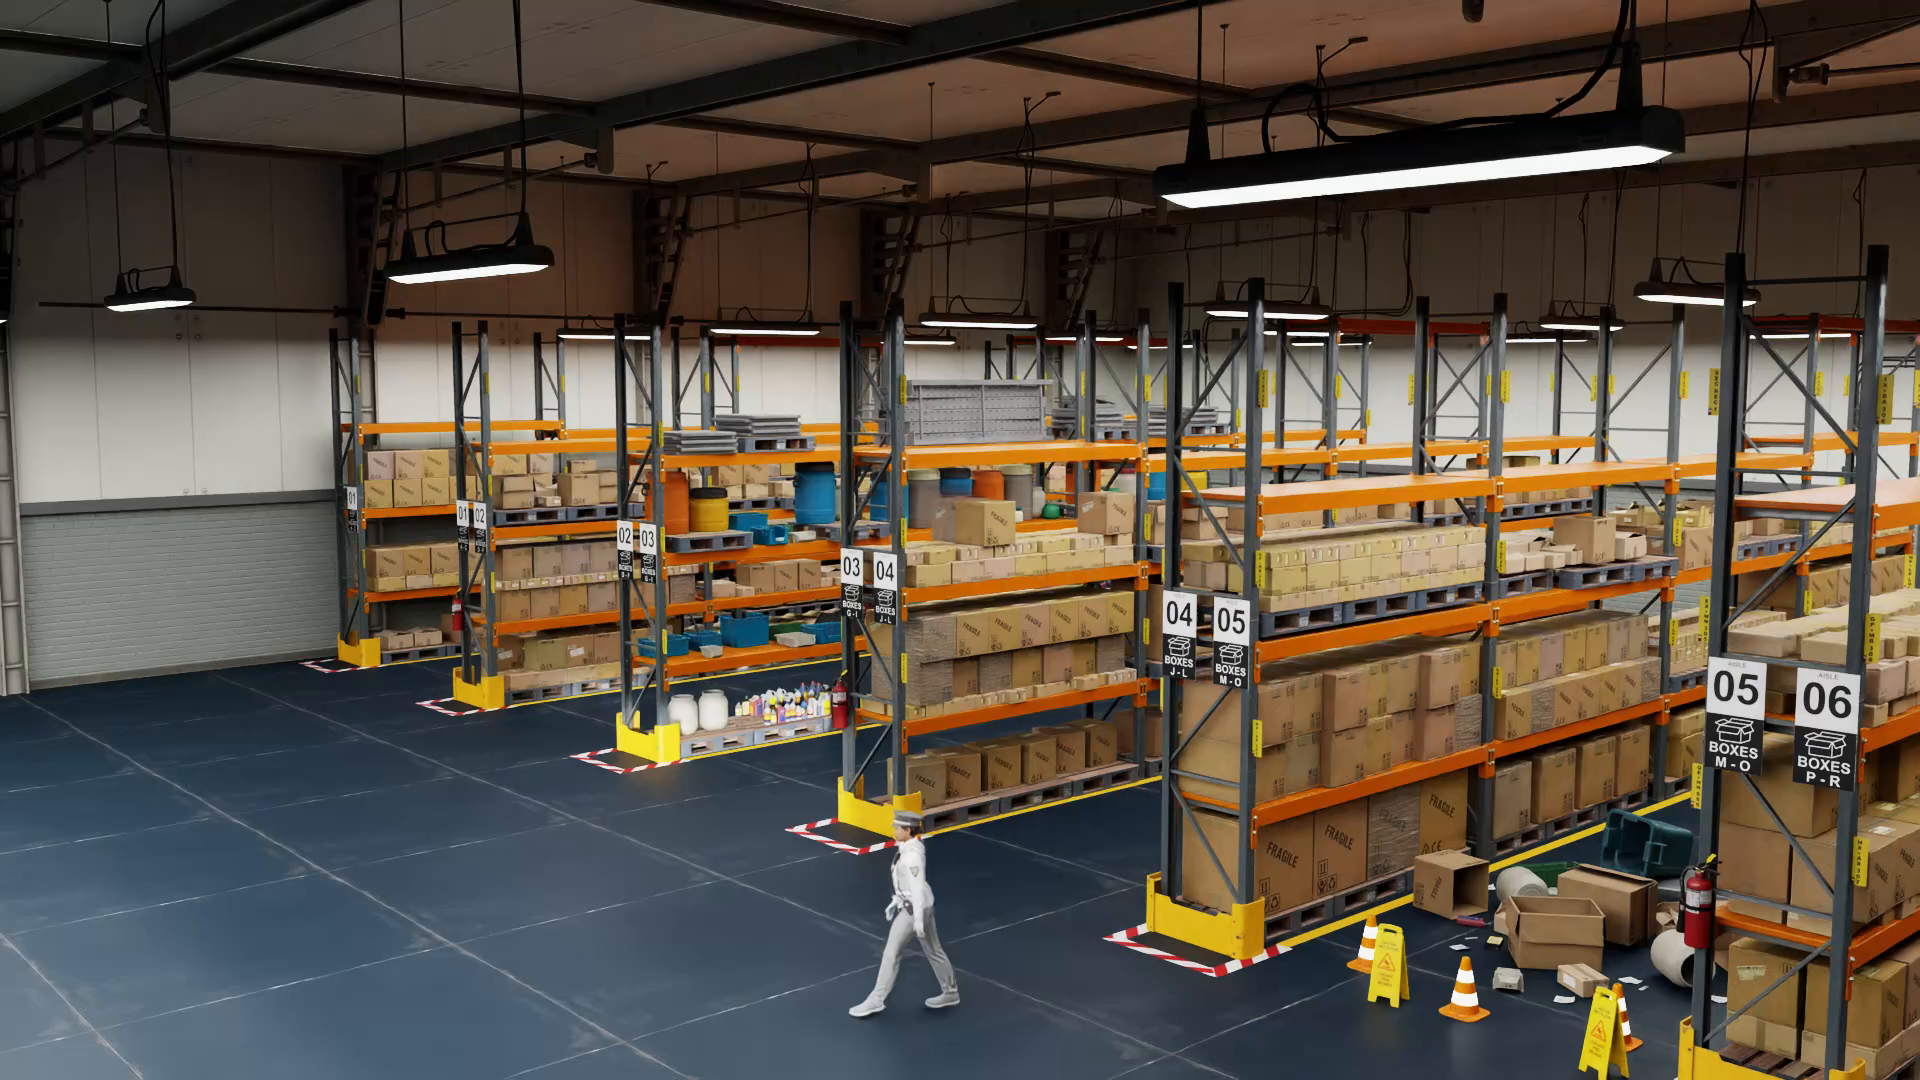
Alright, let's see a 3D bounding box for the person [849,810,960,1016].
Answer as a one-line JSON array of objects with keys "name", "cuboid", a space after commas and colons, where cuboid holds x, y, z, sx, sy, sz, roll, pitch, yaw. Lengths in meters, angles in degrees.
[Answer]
[{"name": "person", "cuboid": [-0.436, 2.997, 13.499, 0.870, 1.632, 0.511, 1, 6, 7]}]
